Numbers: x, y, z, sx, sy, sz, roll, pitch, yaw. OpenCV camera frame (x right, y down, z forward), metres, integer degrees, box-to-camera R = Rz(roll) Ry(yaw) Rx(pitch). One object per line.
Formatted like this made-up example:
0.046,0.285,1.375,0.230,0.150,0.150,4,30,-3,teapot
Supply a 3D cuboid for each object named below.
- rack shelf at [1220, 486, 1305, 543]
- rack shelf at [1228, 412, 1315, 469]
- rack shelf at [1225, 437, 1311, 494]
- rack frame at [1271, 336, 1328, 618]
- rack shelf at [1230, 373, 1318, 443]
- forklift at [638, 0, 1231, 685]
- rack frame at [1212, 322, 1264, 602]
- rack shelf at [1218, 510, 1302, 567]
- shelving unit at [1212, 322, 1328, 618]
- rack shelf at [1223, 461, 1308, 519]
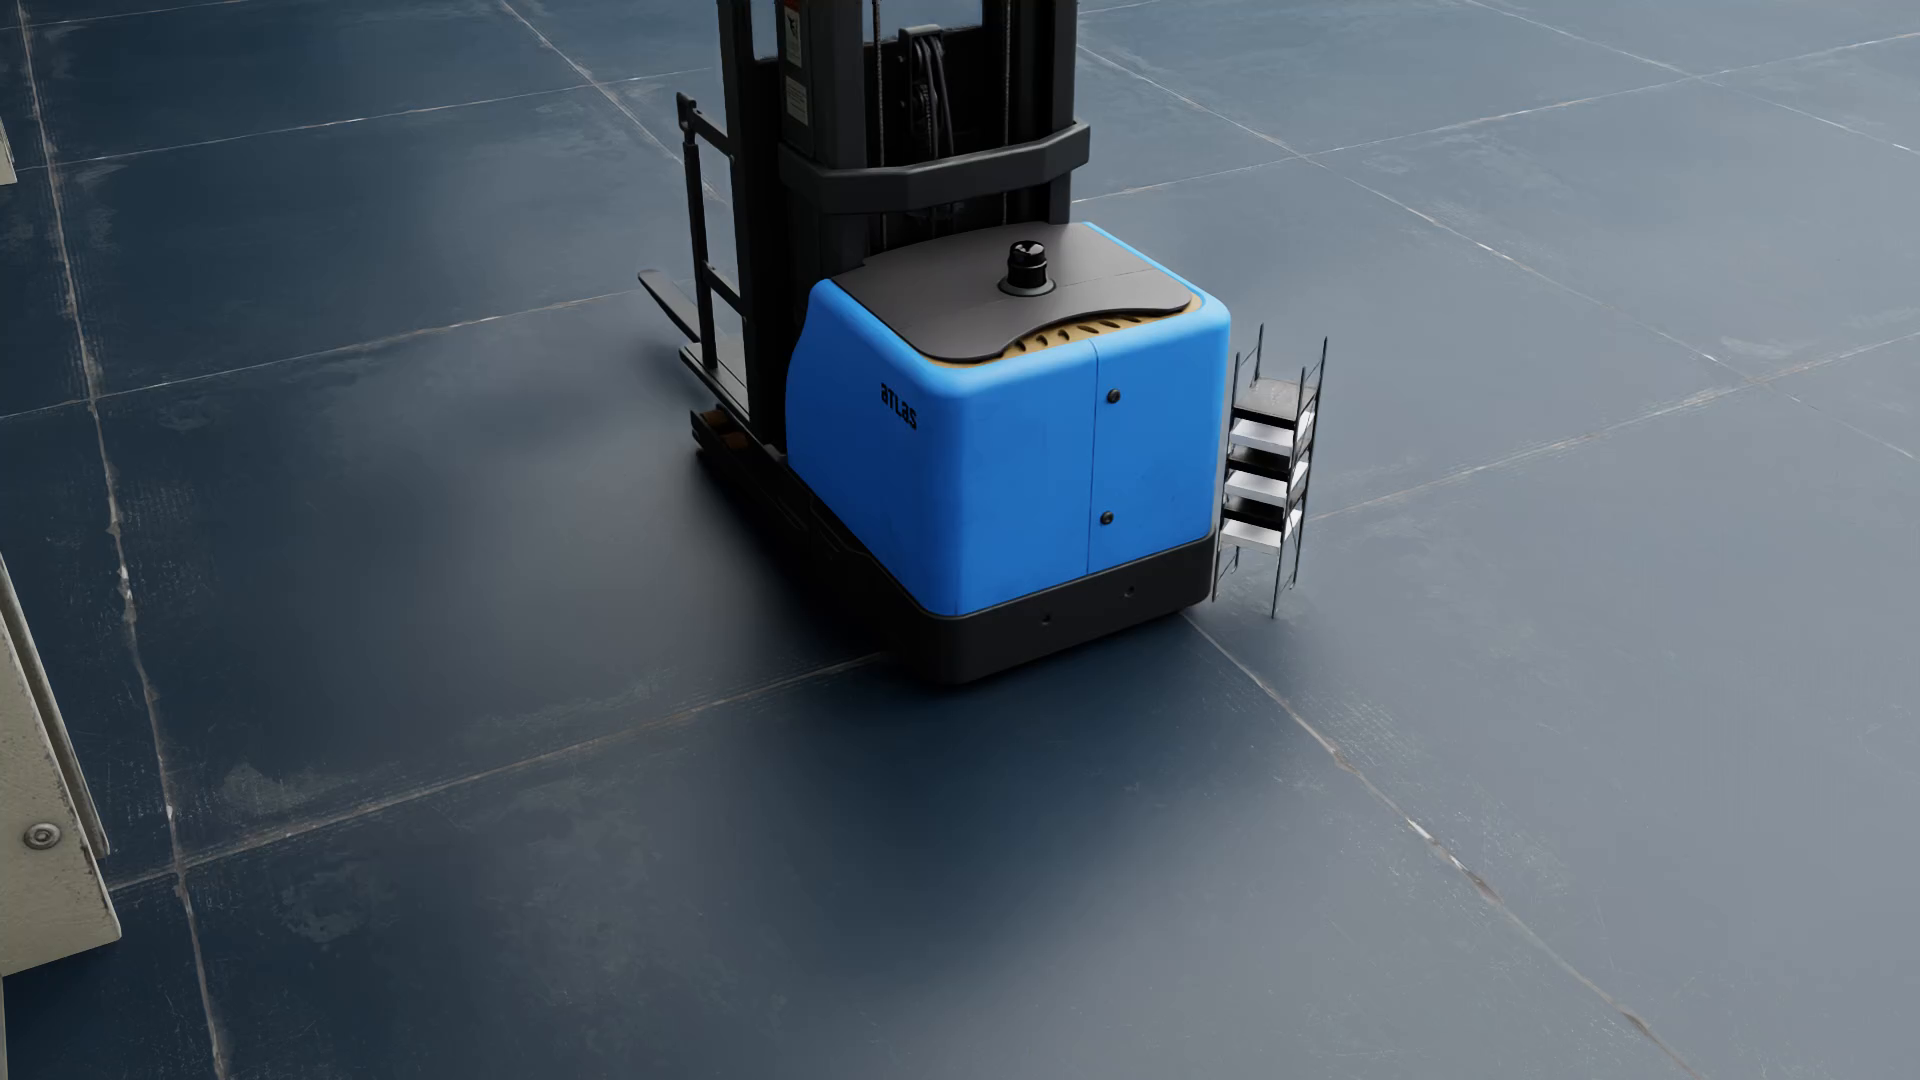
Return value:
0.971,-0.105,5.309,0.200,0.077,0.258,16,36,23,rack shelf
0.971,-0.333,5.163,0.200,0.077,0.258,16,36,23,rack shelf
0.971,-0.257,5.212,0.200,0.077,0.258,16,36,23,rack shelf
1.061,-0.184,5.203,0.006,0.900,0.240,16,36,23,rack frame
0.971,-0.408,5.115,0.200,0.077,0.258,16,36,23,rack shelf
-0.350,-1.572,5.487,1.130,2.935,3.031,-17,36,-24,forklift
0.881,-0.234,5.282,0.006,0.900,0.240,16,36,23,rack frame
0.971,-0.030,5.357,0.200,0.077,0.258,16,36,23,rack shelf
0.971,-0.209,5.242,0.210,0.900,0.258,16,36,23,shelving unit
0.971,-0.181,5.260,0.200,0.077,0.258,16,36,23,rack shelf
